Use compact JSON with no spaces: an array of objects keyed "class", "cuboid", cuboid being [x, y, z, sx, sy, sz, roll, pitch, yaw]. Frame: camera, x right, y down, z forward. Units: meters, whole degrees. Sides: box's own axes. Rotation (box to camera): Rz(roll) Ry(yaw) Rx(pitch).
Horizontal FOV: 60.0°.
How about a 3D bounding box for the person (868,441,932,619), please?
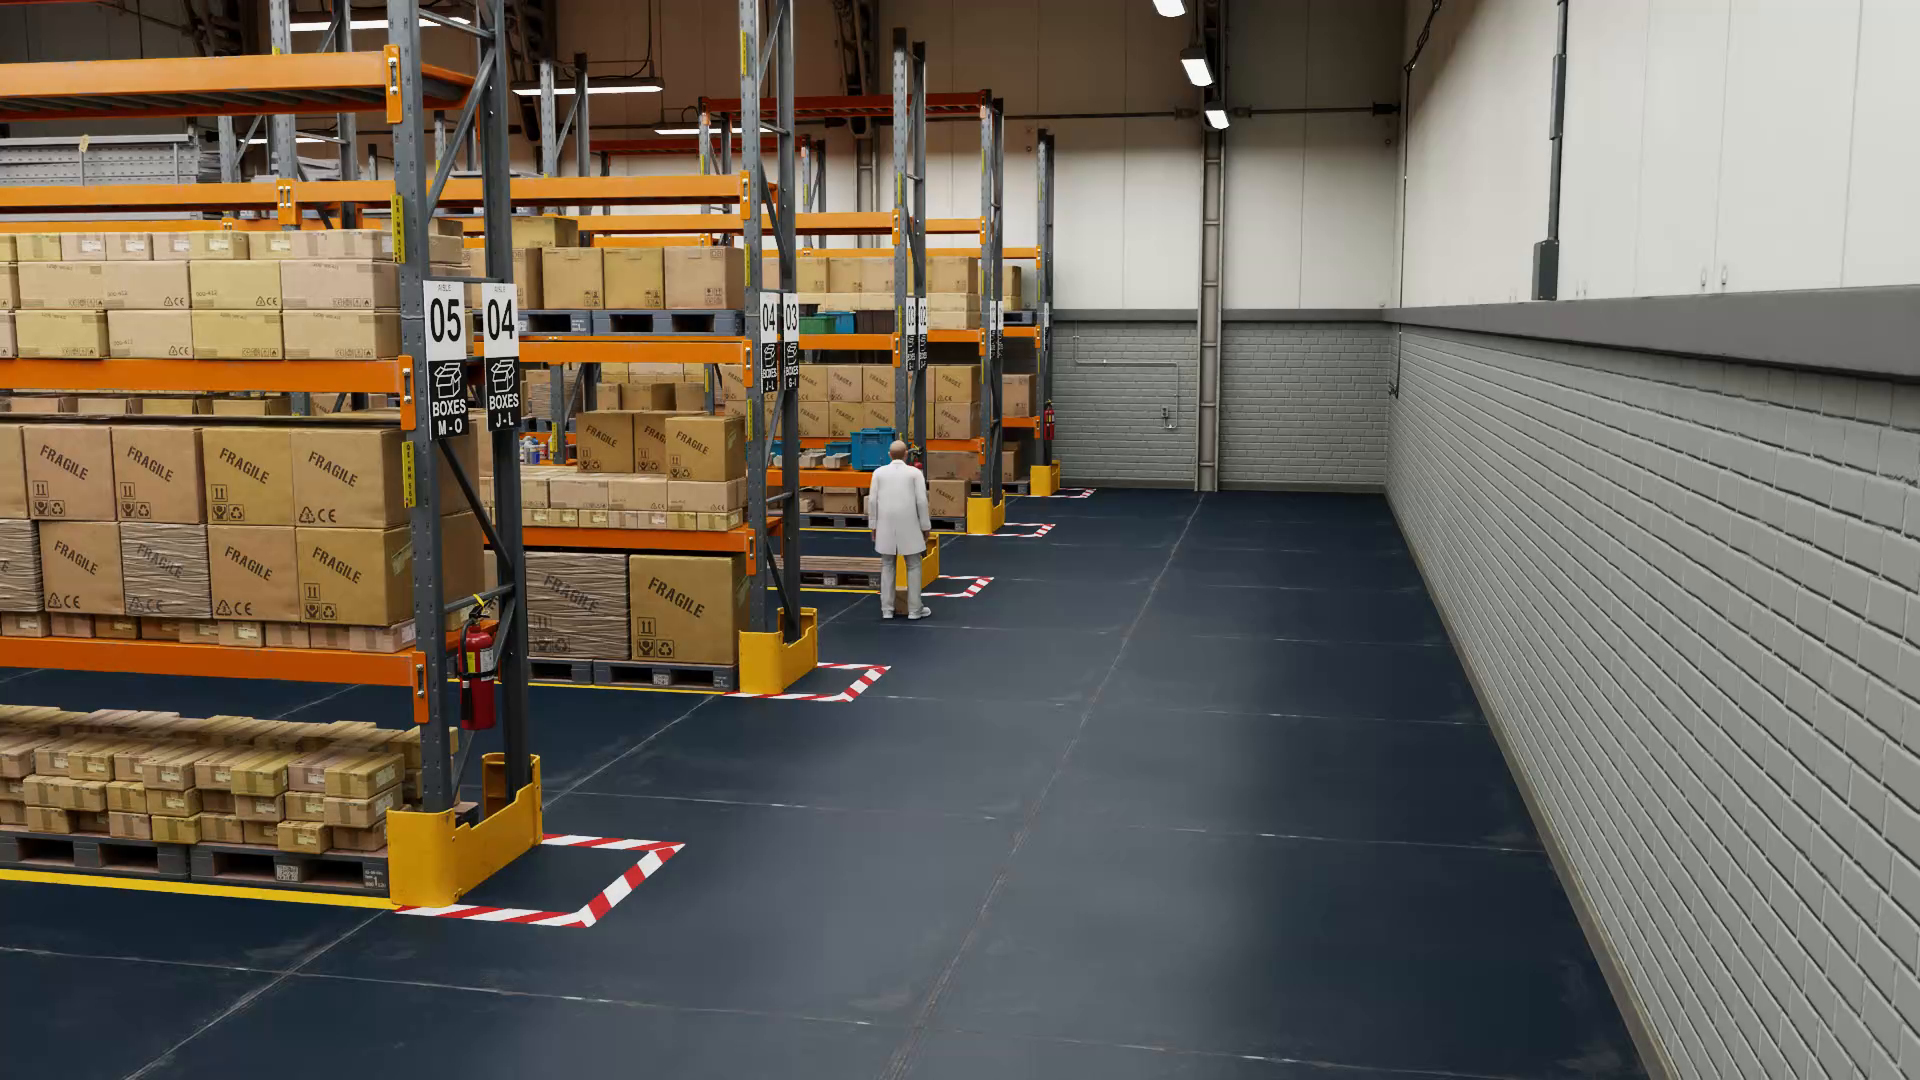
[{"class":"person","cuboid":[-0.603,-0.105,16.629,0.643,1.774,0.423,2,8,12]}]
